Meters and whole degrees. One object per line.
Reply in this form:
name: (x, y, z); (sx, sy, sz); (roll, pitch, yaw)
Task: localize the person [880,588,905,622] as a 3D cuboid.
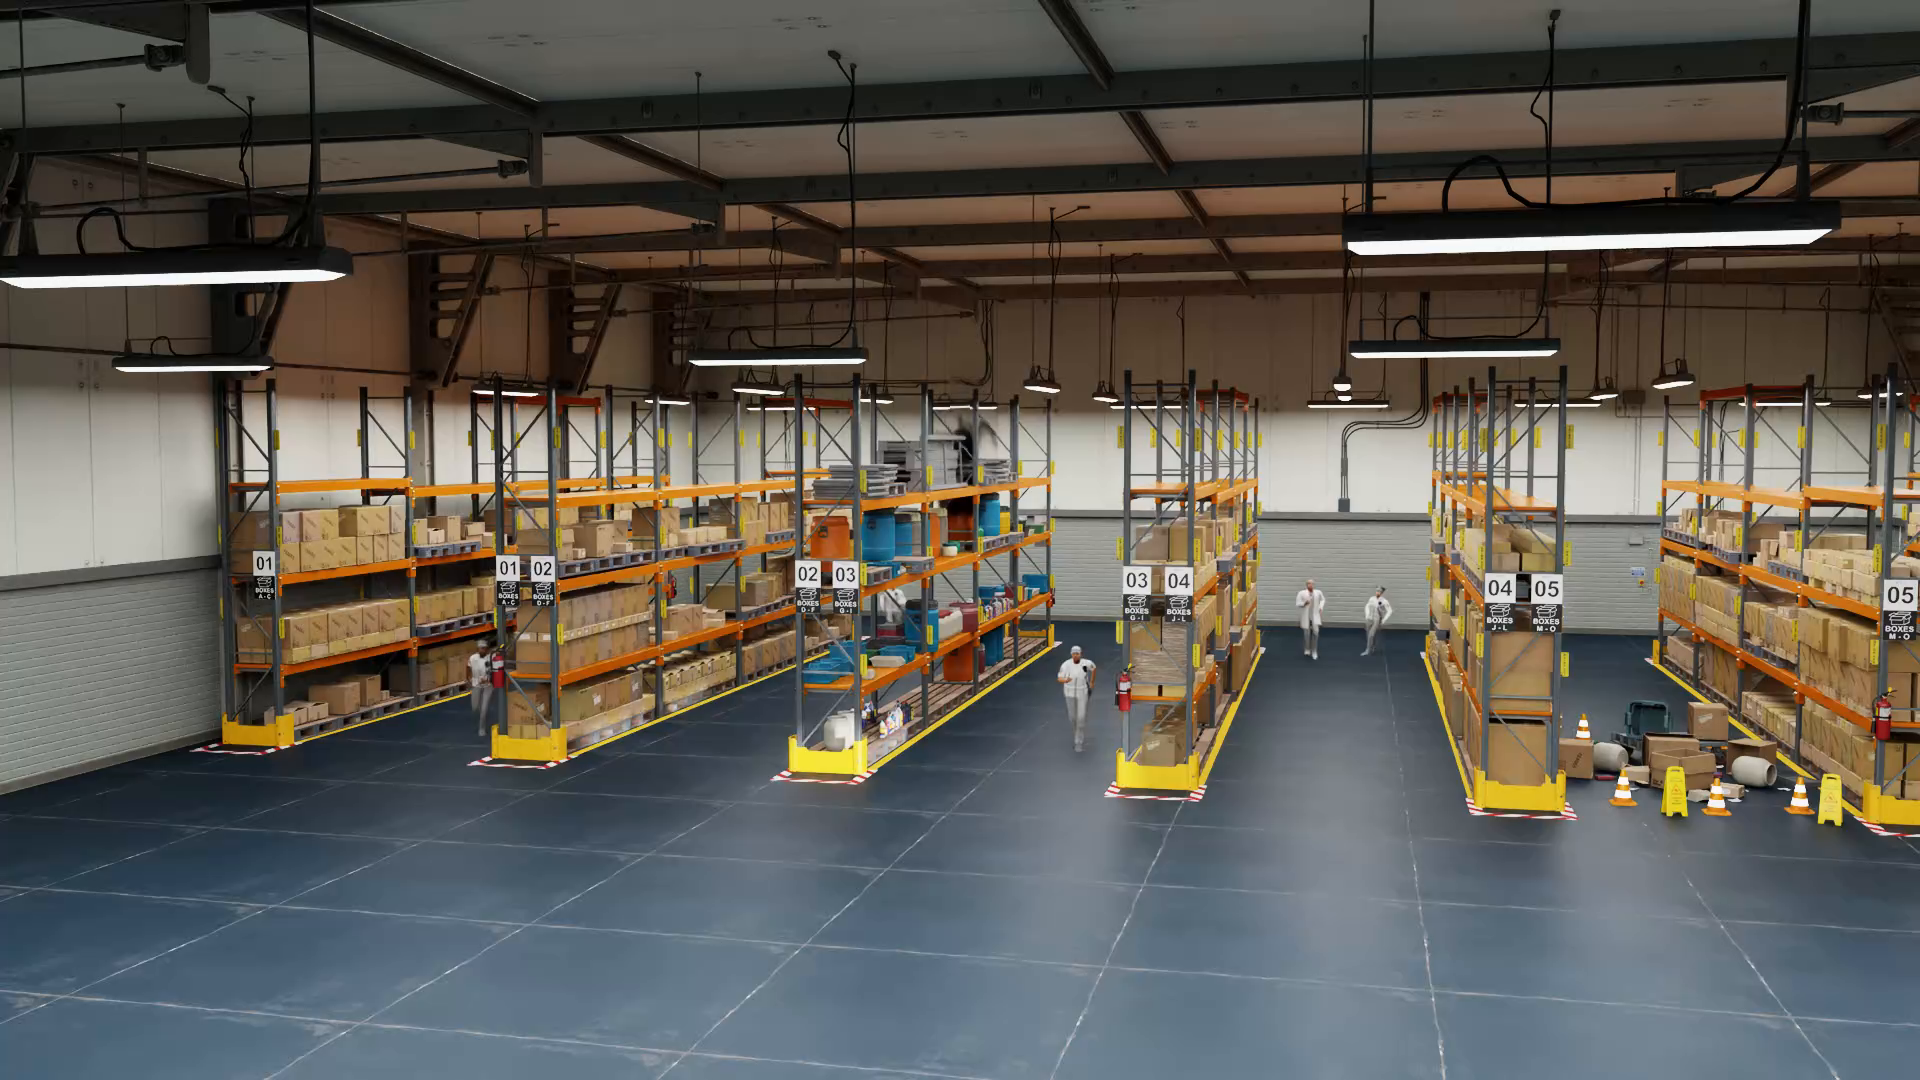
person: (-1.619, 1.765, 40.055); (0.637, 1.737, 0.817); (0, 3, 4)

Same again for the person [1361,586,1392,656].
person: (9.694, 1.865, 38.557); (0.680, 1.647, 0.705); (3, 5, 42)

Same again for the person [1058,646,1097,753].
person: (1.907, 2.566, 27.045); (0.603, 1.726, 0.893); (1, 4, 13)

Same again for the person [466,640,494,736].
person: (-8.130, 2.503, 28.245); (0.615, 1.649, 0.643); (0, 3, 2)

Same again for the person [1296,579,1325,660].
person: (8.060, 1.823, 38.249); (0.683, 1.816, 0.805); (0, 3, 7)
